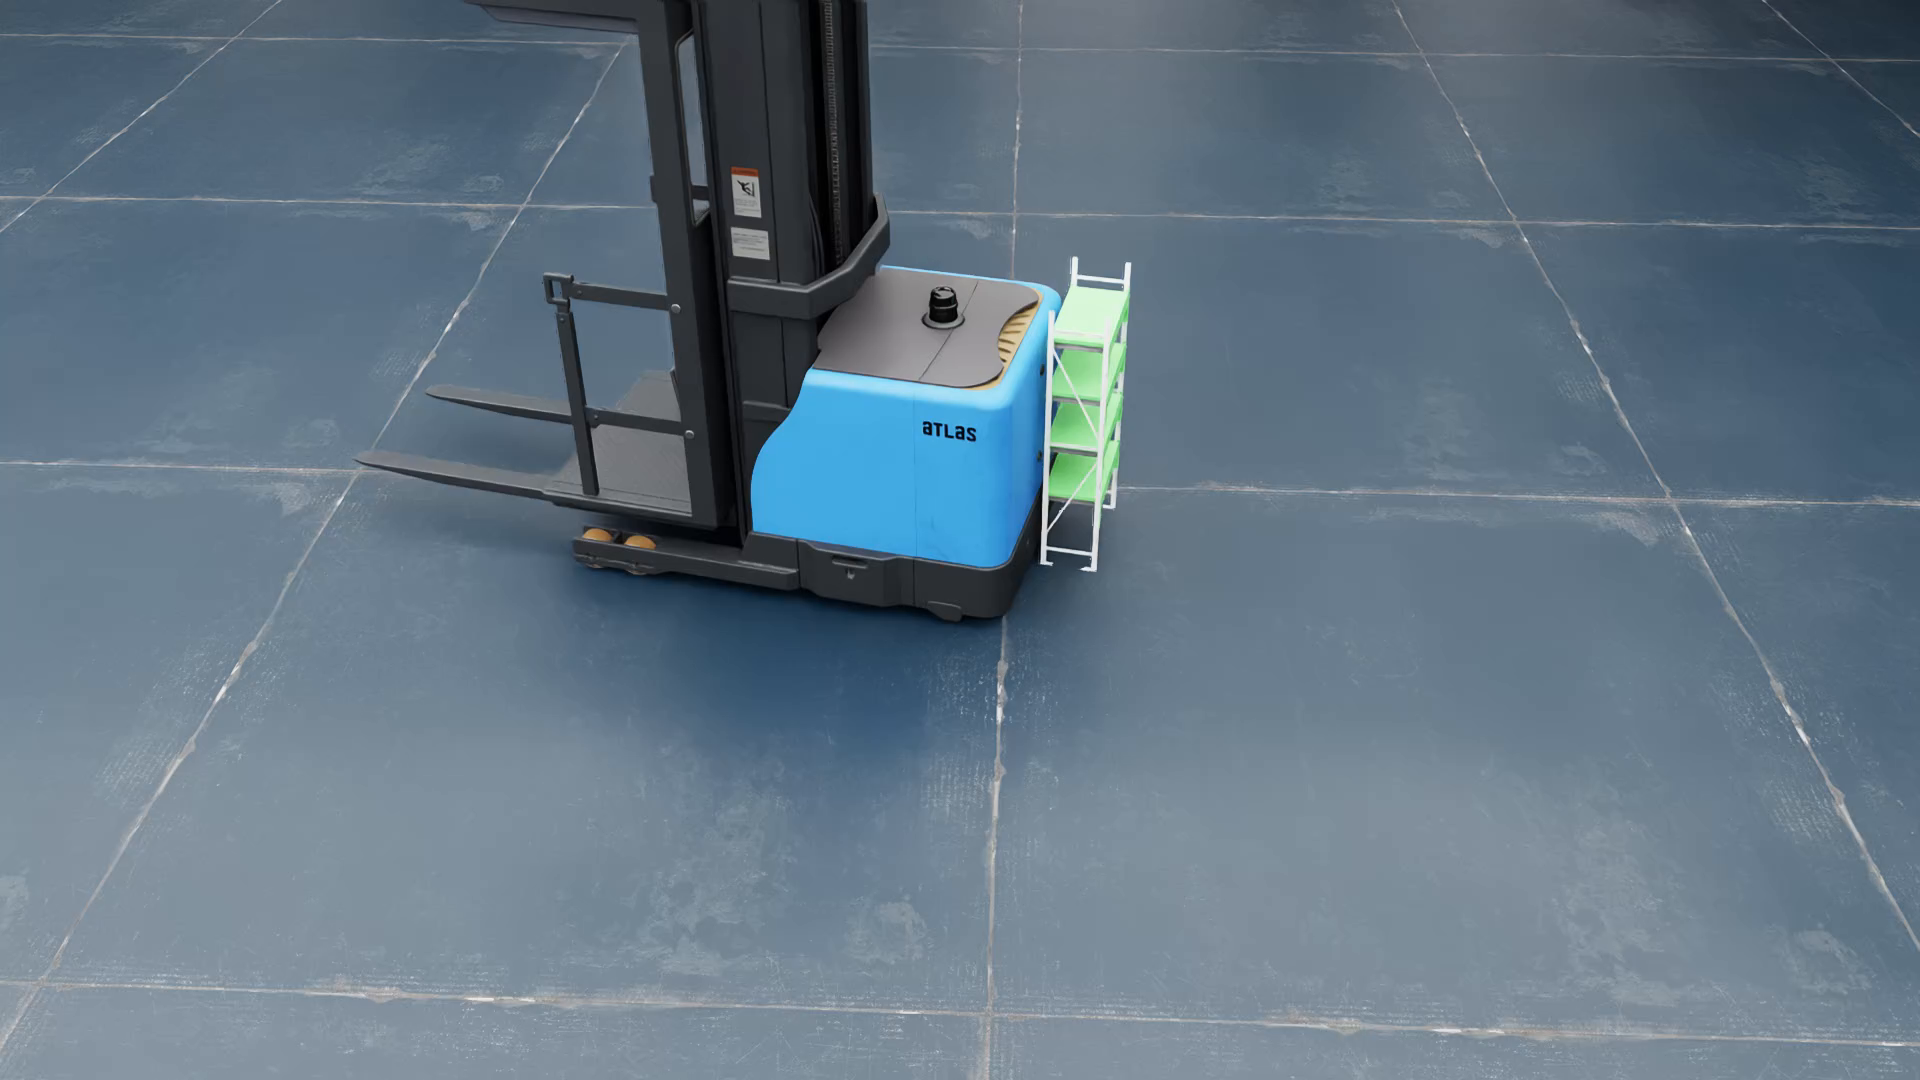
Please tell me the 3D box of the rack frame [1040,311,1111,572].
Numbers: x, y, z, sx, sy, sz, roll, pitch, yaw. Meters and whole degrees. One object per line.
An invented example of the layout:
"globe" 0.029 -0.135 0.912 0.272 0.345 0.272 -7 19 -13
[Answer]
"rack frame" 0.462 -0.375 6.740 0.240 1.200 0.015 8 36 11

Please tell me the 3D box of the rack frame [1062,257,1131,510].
"rack frame" 0.578 -0.647 7.128 0.240 1.200 0.015 8 36 11

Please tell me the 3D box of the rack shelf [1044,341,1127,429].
"rack shelf" 0.520 -0.655 6.833 0.258 0.148 0.480 8 36 11

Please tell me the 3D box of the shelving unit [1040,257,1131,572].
"shelving unit" 0.520 -0.511 6.934 0.258 1.200 0.503 8 36 11

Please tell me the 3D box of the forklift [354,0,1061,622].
"forklift" -1.142 -1.332 6.596 3.031 2.935 1.130 9 36 12

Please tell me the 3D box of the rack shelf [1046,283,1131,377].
"rack shelf" 0.520 -0.852 6.695 0.258 0.148 0.480 8 36 11

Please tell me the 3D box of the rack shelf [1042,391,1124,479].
"rack shelf" 0.520 -0.459 6.971 0.258 0.148 0.480 8 36 11

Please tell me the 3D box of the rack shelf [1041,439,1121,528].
"rack shelf" 0.520 -0.263 7.109 0.258 0.148 0.480 8 36 11
